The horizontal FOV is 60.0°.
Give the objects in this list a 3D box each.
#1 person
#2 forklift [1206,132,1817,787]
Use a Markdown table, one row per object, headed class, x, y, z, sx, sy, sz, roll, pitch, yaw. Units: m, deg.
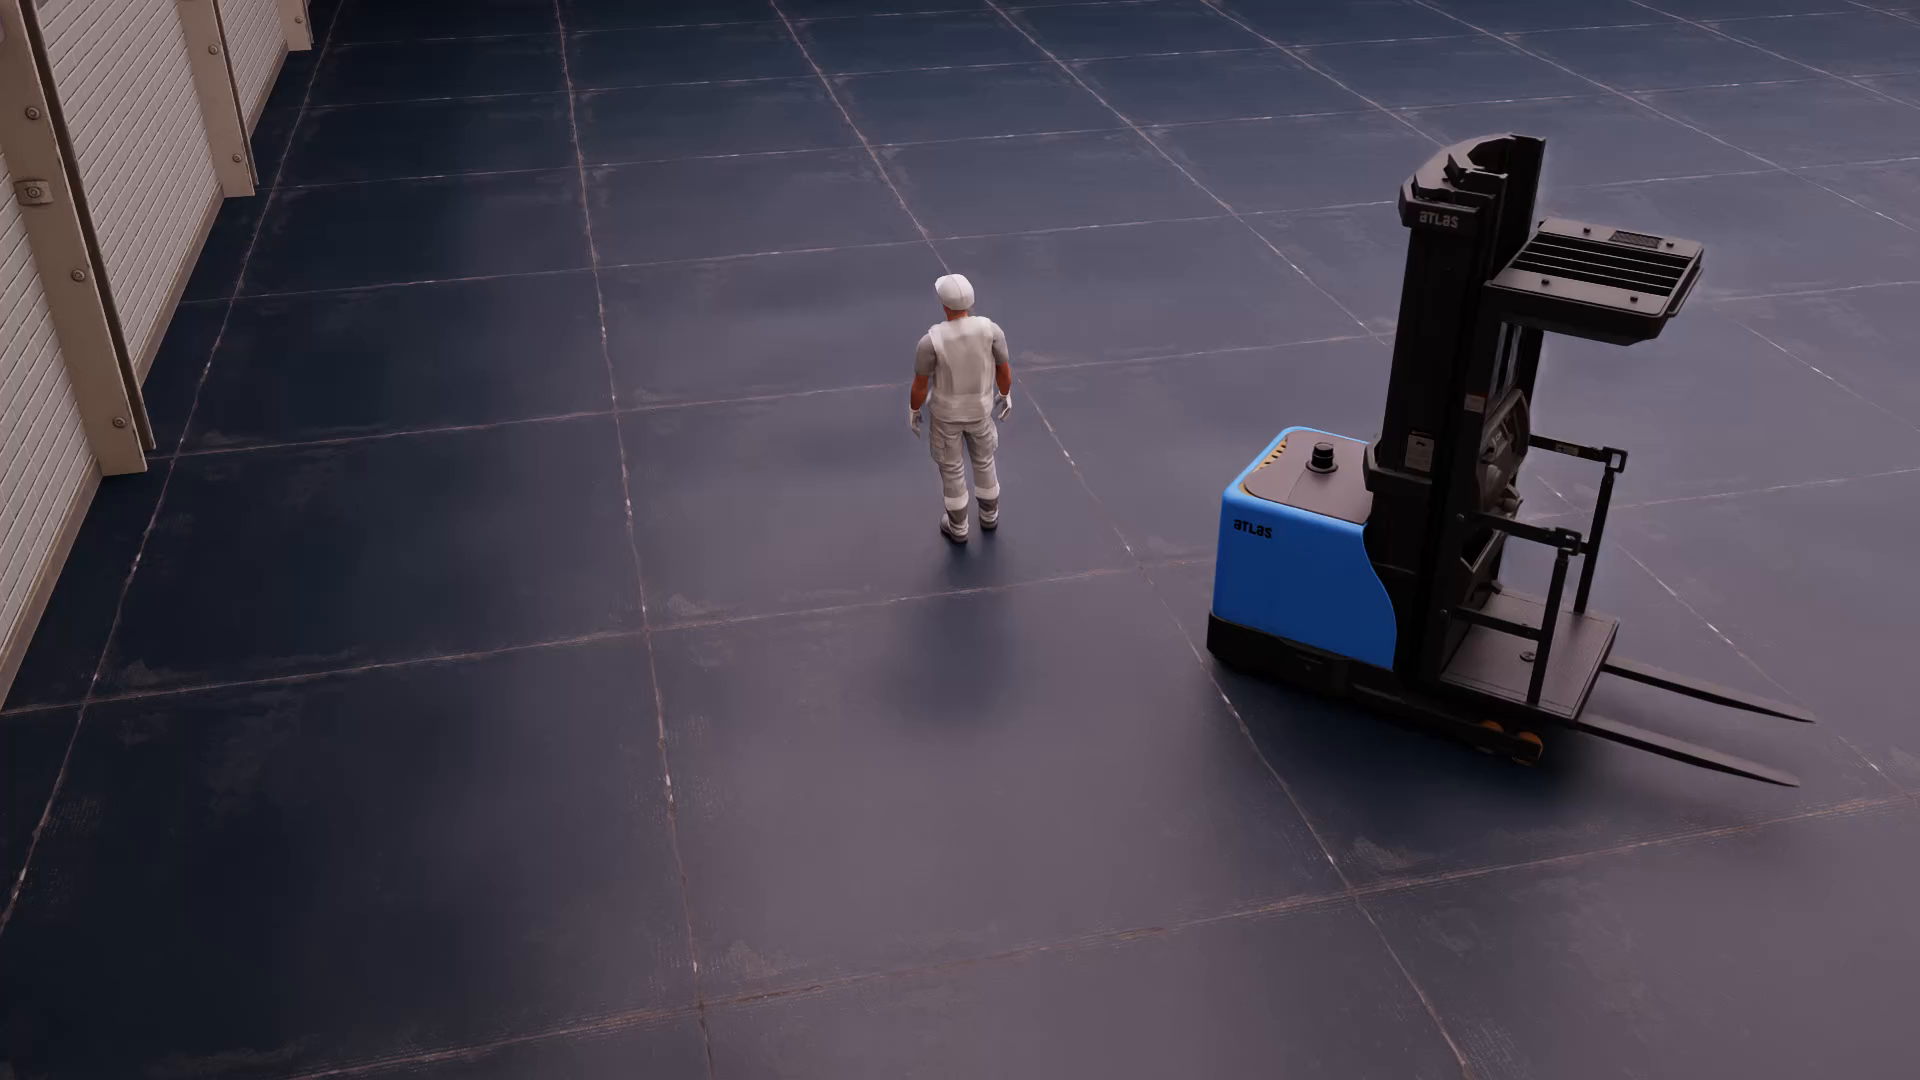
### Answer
| class | x | y | z | sx | sy | sz | roll | pitch | yaw |
| --- | --- | --- | --- | --- | --- | --- | --- | --- | --- |
| person | -0.009 | -0.821 | 10.119 | 0.638 | 1.789 | 0.562 | -7 | 31 | -12 |
| forklift | 2.910 | -0.422 | 8.304 | 3.031 | 2.935 | 1.130 | 17 | 34 | 26 |
